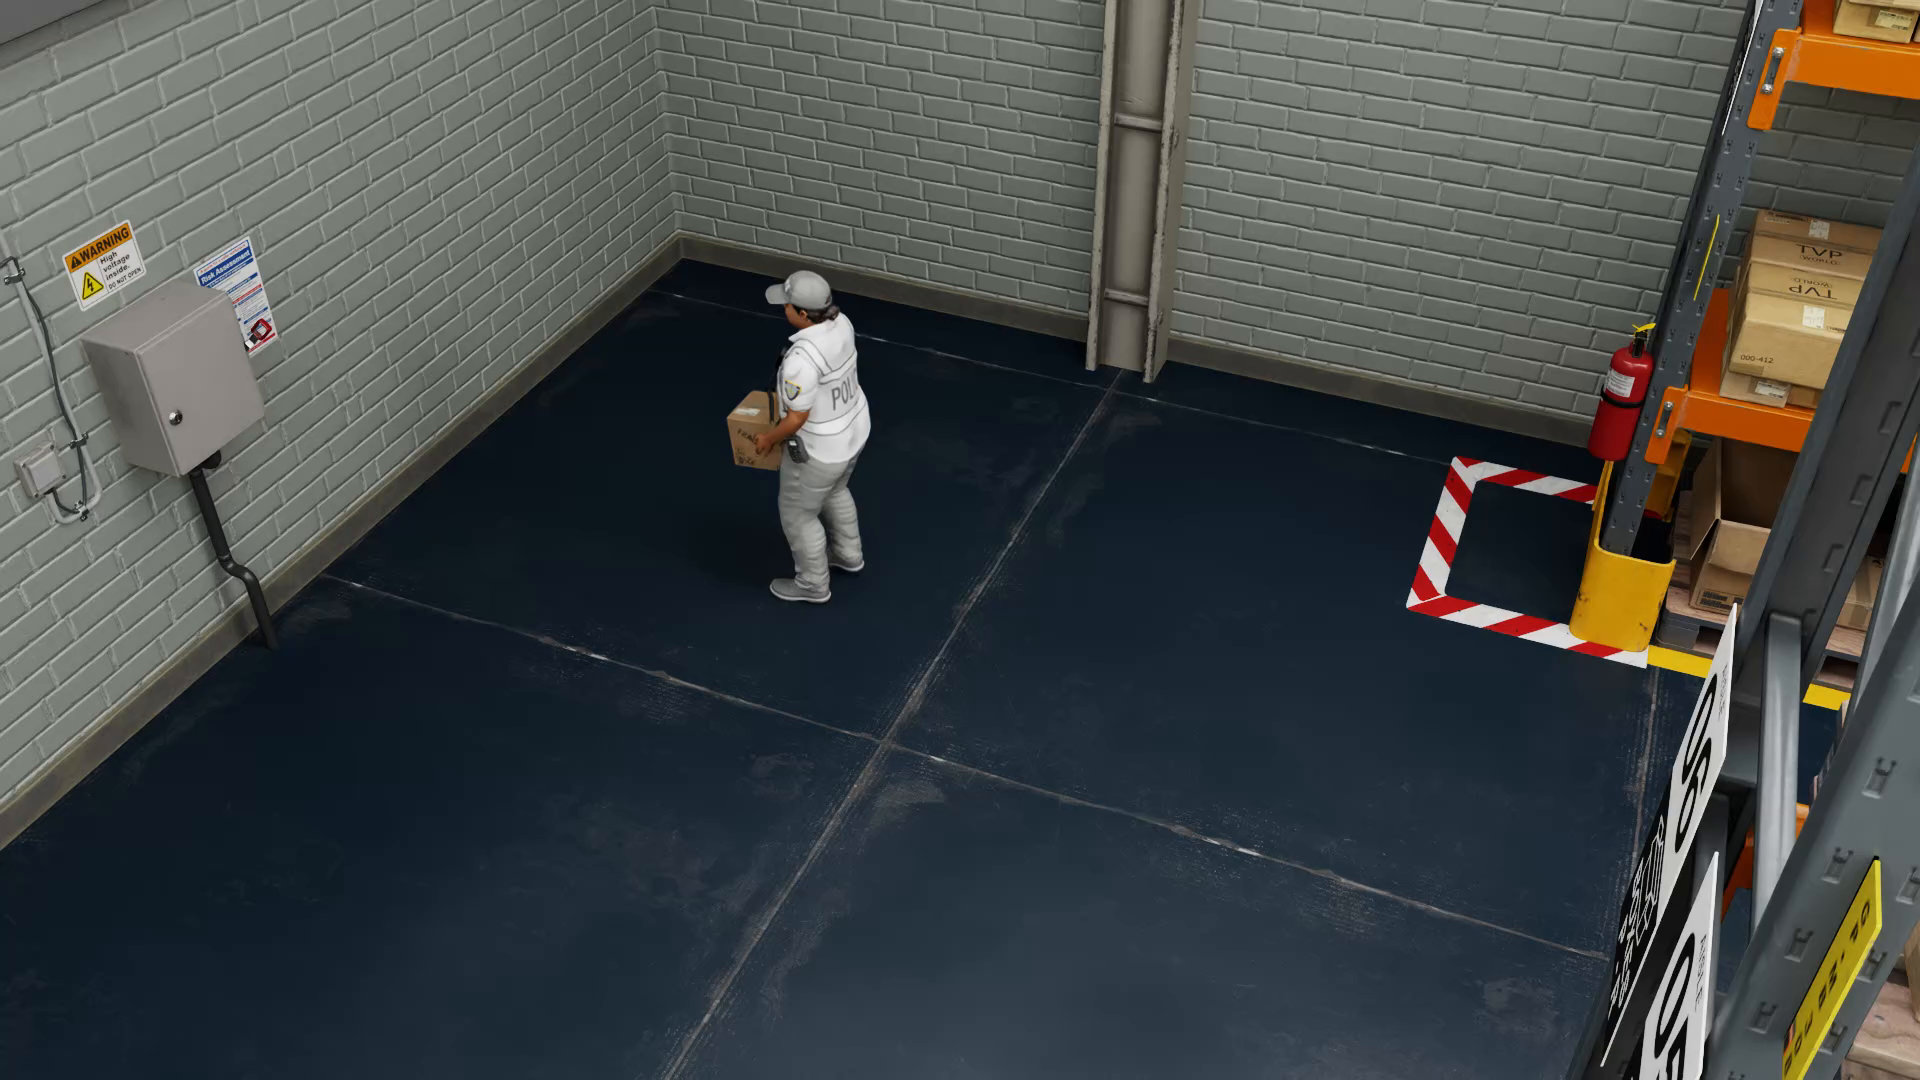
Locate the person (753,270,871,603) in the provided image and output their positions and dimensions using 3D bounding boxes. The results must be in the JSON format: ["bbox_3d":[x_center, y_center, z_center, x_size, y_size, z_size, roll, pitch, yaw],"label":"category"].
[{"bbox_3d":[-0.649,-0.452,7.392,0.466,1.672,0.502,14,40,17],"label":"person"}]
